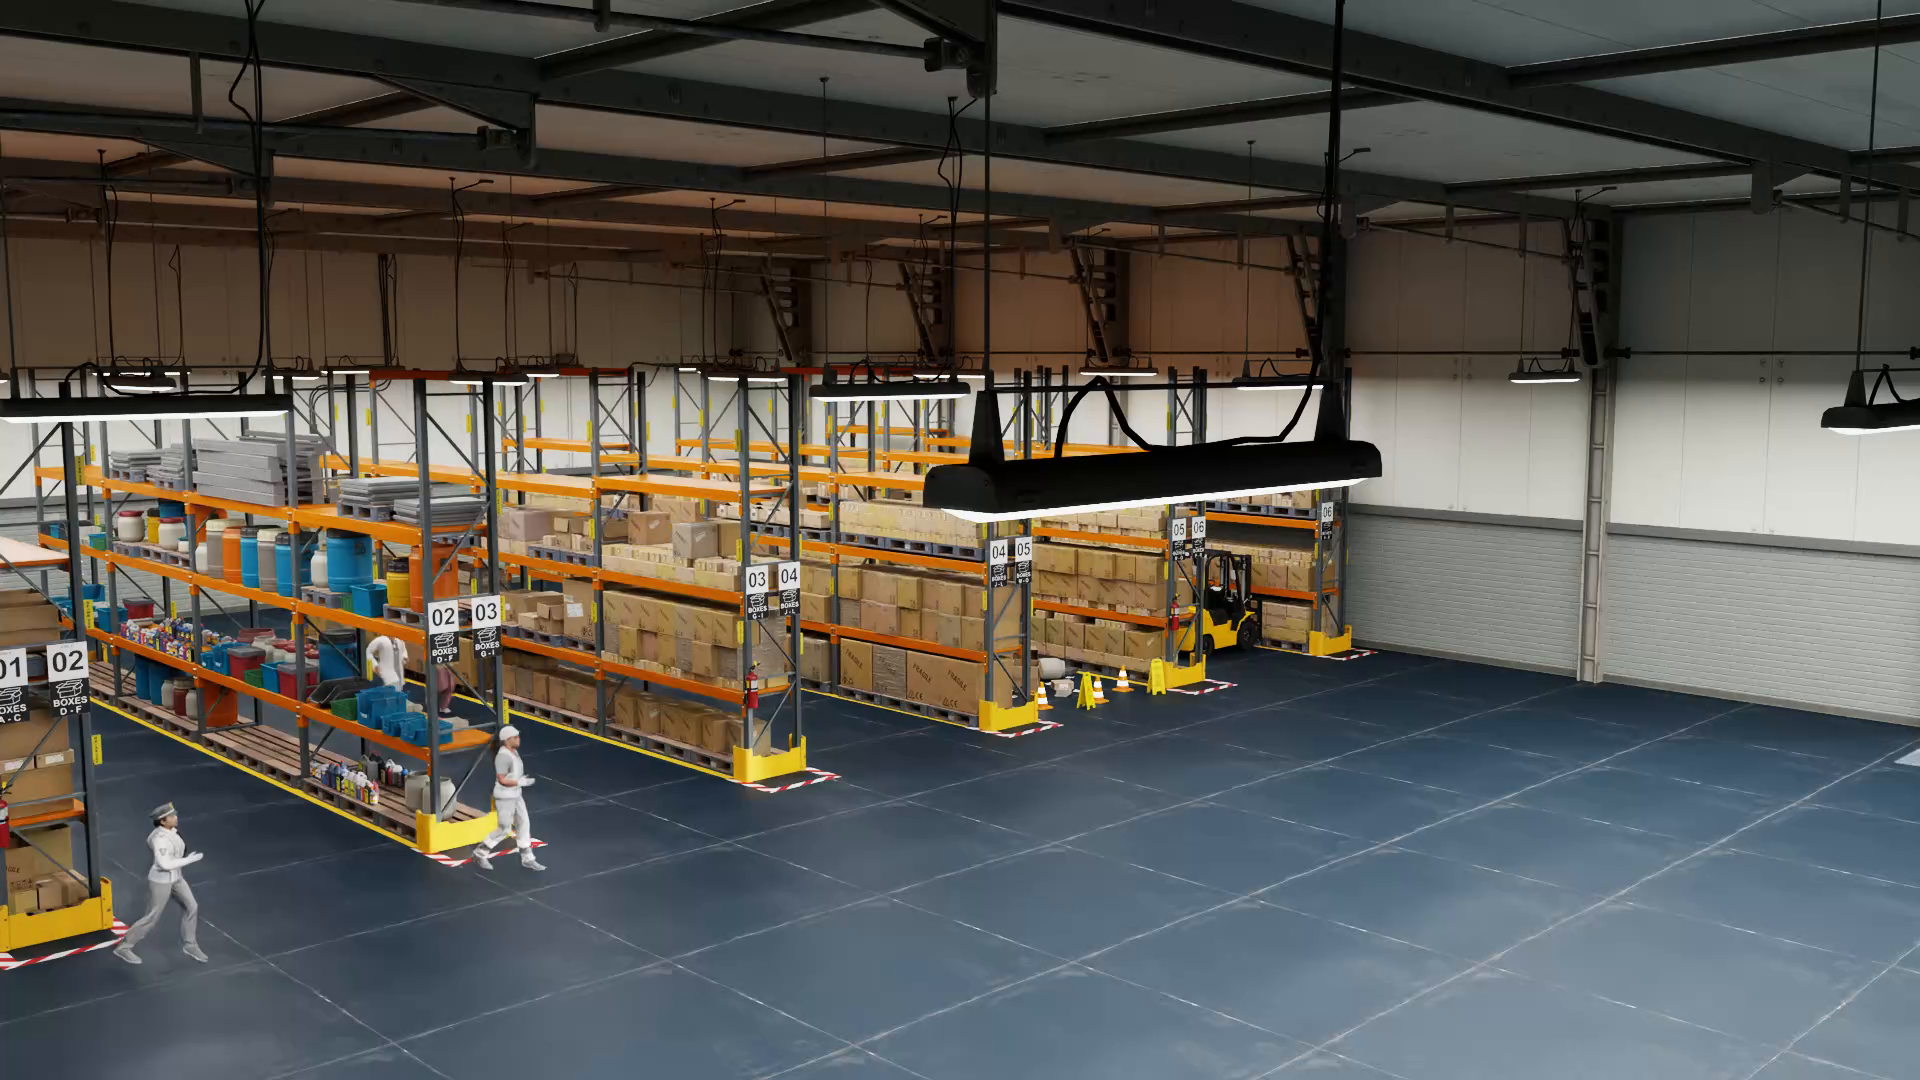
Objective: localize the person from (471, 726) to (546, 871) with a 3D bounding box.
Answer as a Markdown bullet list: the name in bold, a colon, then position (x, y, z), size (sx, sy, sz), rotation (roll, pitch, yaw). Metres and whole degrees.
- **person**: position (-5.518, 3.109, 20.252), size (0.873, 1.722, 0.682), rotation (0, 6, -1)

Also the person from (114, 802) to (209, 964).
- **person**: position (-8.269, 3.558, 17.192), size (0.879, 1.741, 0.622), rotation (-1, 7, -9)

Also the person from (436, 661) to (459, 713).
- **person**: position (-9.111, 2.223, 29.266), size (0.544, 1.623, 0.565), rotation (5, 8, 35)

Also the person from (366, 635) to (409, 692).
- **person**: position (-9.678, 2.257, 28.388), size (0.653, 1.734, 0.704), rotation (4, 7, 30)
